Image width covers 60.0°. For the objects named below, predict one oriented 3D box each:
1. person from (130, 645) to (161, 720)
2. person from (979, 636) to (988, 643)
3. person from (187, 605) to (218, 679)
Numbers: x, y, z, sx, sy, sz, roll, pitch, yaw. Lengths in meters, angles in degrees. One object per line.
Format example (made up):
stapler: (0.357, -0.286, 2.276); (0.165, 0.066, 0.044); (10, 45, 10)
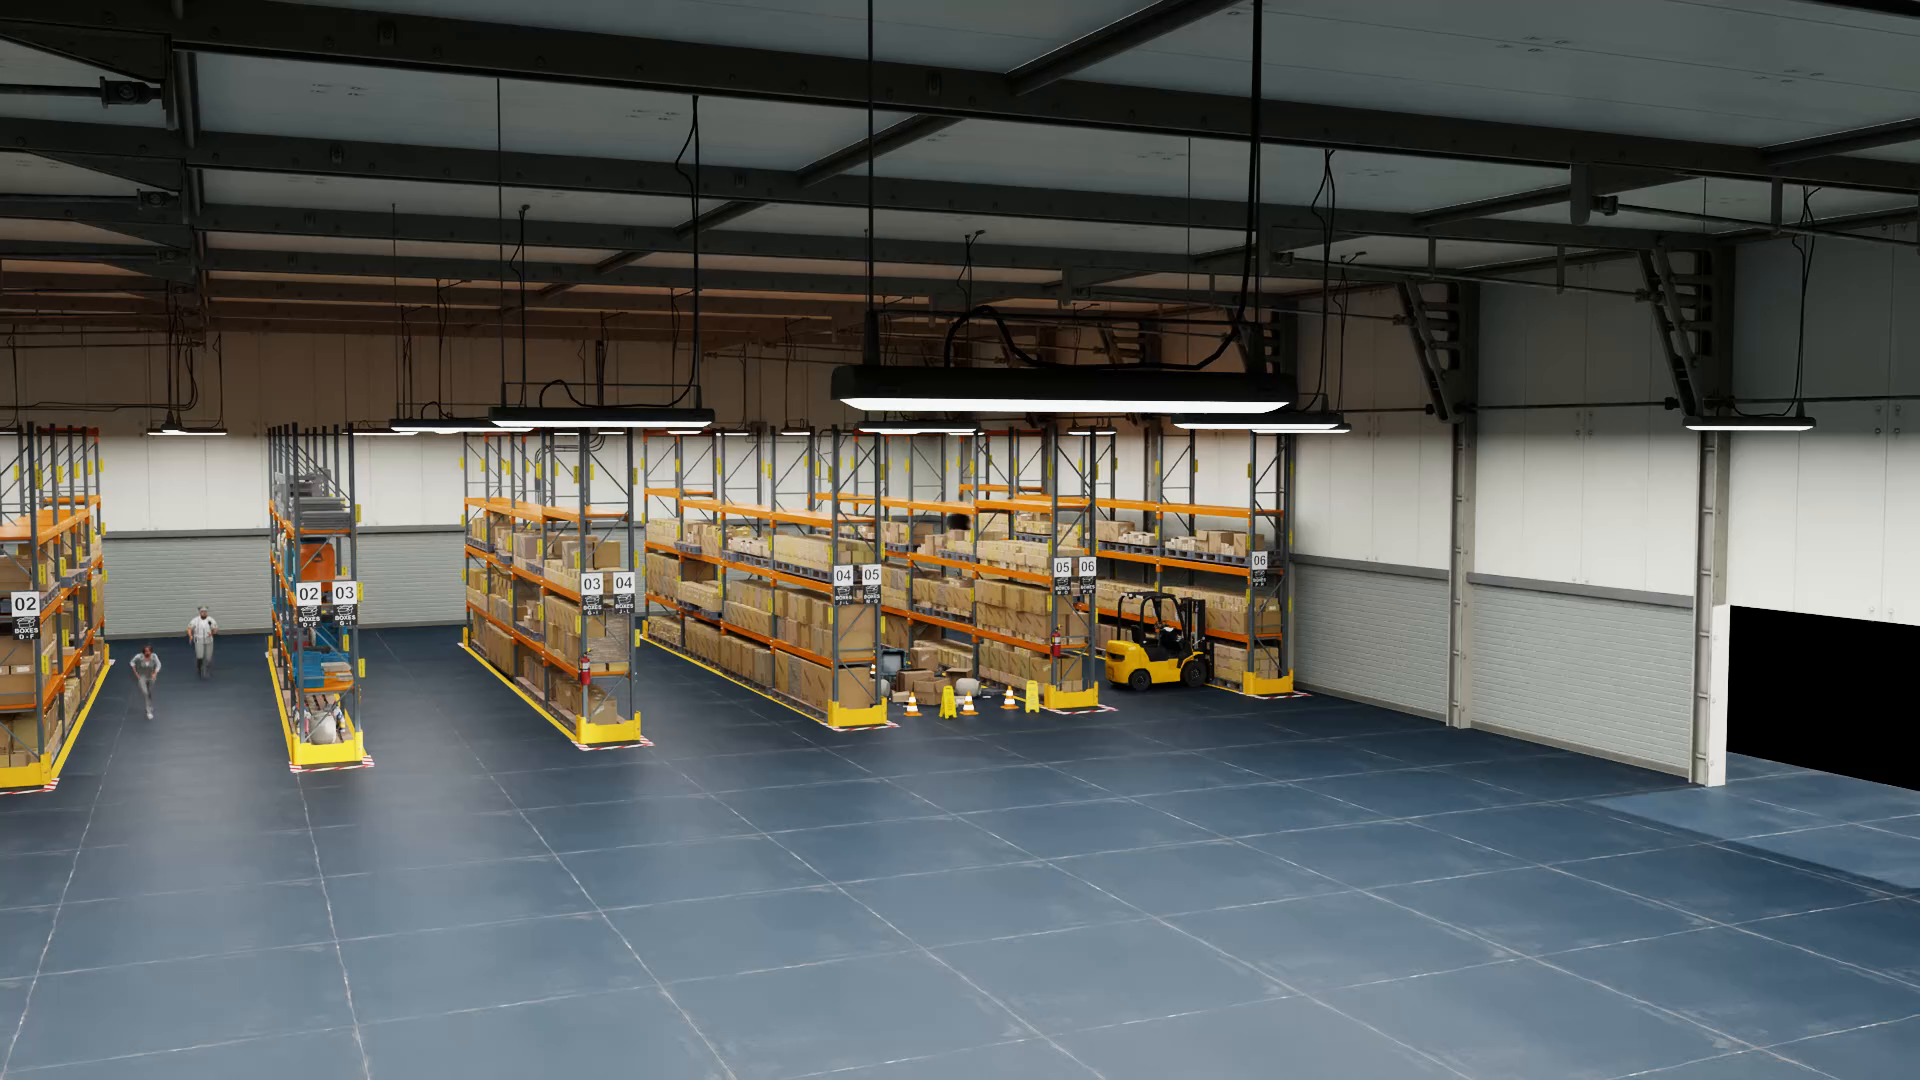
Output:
person: (-16.747, 2.889, 34.221); (0.569, 1.552, 0.903); (-2, 4, -25)
person: (0.645, 2.028, 46.614); (0.568, 1.717, 0.654); (3, 5, 41)
person: (-17.963, 2.428, 39.480); (0.662, 1.754, 0.653); (-2, 4, -29)
